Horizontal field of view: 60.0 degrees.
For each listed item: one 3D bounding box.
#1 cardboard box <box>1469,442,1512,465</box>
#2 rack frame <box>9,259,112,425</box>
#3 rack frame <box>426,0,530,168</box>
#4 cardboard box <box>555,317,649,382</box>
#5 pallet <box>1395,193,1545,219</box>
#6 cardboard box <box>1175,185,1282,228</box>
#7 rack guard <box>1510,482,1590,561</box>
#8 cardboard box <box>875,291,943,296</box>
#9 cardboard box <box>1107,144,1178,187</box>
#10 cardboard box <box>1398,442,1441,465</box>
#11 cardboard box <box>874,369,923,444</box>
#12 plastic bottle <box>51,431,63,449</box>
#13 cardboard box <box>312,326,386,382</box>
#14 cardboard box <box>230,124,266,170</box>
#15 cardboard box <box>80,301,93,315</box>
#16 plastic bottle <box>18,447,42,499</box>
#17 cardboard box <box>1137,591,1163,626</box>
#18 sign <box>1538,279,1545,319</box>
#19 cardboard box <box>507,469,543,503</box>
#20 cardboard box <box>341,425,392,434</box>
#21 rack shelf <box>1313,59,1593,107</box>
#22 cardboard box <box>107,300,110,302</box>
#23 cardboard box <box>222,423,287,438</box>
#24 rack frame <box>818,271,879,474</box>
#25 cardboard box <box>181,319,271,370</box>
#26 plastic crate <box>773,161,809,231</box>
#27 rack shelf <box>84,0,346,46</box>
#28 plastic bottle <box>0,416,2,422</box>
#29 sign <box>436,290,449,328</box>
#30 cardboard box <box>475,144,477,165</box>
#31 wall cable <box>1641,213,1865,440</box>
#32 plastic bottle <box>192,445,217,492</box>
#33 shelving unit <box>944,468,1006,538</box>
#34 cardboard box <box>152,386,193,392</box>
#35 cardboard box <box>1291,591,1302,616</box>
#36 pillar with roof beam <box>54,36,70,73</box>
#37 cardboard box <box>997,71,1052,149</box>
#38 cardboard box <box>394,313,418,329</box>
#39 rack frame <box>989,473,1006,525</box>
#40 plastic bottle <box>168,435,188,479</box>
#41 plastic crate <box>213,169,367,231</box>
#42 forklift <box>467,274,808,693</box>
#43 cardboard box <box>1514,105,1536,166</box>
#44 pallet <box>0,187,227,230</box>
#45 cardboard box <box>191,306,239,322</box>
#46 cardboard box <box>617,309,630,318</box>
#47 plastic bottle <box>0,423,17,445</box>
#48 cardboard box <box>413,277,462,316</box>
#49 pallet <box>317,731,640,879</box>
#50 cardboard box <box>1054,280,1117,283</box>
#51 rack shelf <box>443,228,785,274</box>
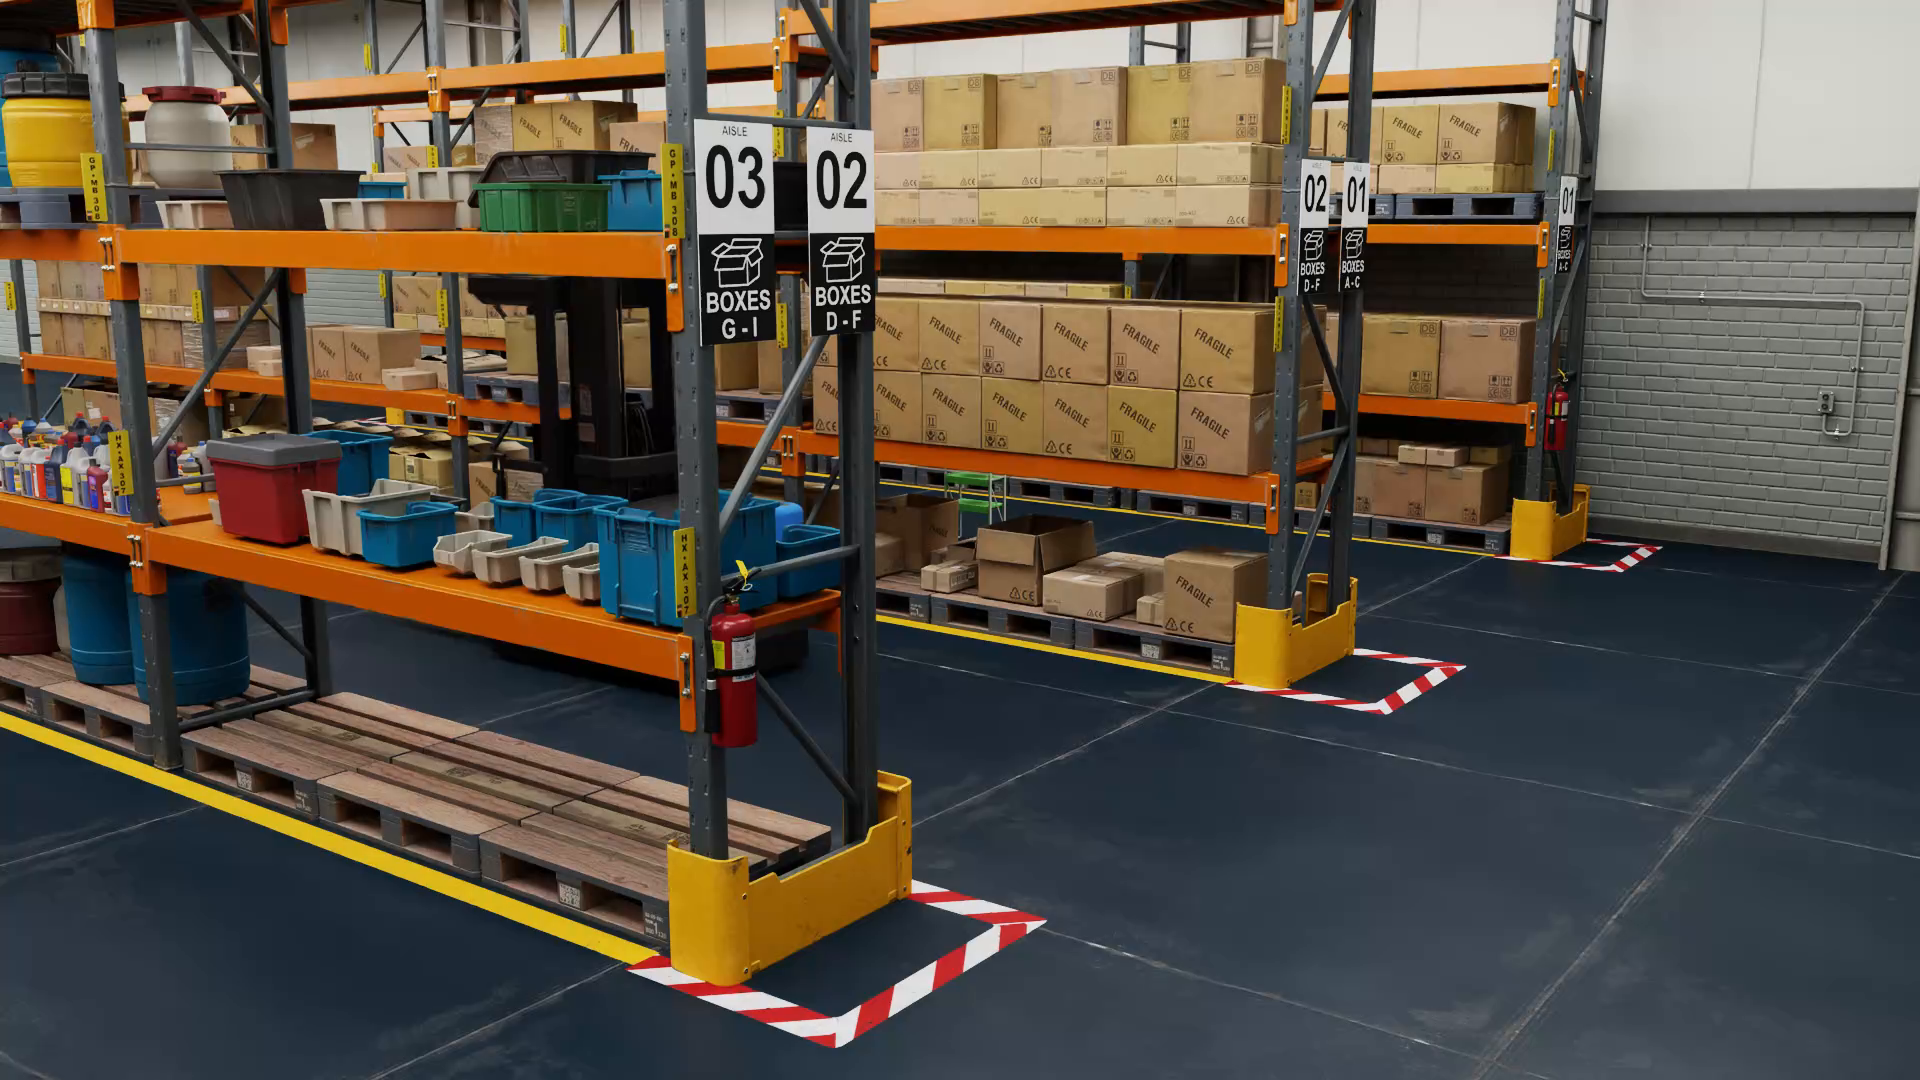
[{"bbox_3d":[4.767,-0.781,14.936,0.250,0.149,0.380,8,14,36],"label":"cardboard box"},{"bbox_3d":[-10.654,-2.443,19.763,0.127,3.000,1.000,8,13,36],"label":"rack frame"},{"bbox_3d":[-4.206,-4.489,14.544,0.127,3.000,1.000,8,13,36],"label":"rack frame"},{"bbox_3d":[-3.008,-1.614,14.105,0.700,0.500,0.500,-10,15,-42],"label":"cardboard box"},{"bbox_3d":[4.567,-2.914,14.533,1.213,0.211,1.003,8,13,36],"label":"pallet"},{"bbox_3d":[1.672,-2.061,10.284,0.500,0.250,0.500,8,13,36],"label":"cardboard box"},{"bbox_3d":[5.190,-0.173,14.610,0.348,0.500,1.175,8,13,36],"label":"rack guard"},{"bbox_3d":[-0.421,-1.617,12.596,0.500,0.500,0.500,8,14,36],"label":"cardboard box"},{"bbox_3d":[1.274,-2.364,10.534,0.500,0.250,0.500,8,13,36],"label":"cardboard box"},{"bbox_3d":[4.130,-0.779,14.929,0.250,0.149,0.380,8,14,37],"label":"cardboard box"},{"bbox_3d":[-0.318,-0.987,11.973,0.500,0.500,0.500,8,14,37],"label":"cardboard box"},{"bbox_3d":[-5.824,-0.601,10.762,0.097,0.201,0.097,0,11,0],"label":"plastic bottle"},{"bbox_3d":[-5.992,-1.838,16.372,0.500,0.500,0.500,8,14,36],"label":"cardboard box"},{"bbox_3d":[-6.956,-3.892,16.667,0.500,0.500,0.500,8,14,36],"label":"cardboard box"},{"bbox_3d":[-9.632,-2.618,18.695,0.250,0.149,0.380,7,13,34],"label":"cardboard box"},{"bbox_3d":[-5.235,-0.383,9.440,0.135,0.276,0.152,8,13,36],"label":"plastic bottle"},{"bbox_3d":[1.385,0.448,11.120,0.250,0.166,0.380,8,13,36],"label":"cardboard box"},{"bbox_3d":[4.839,-2.007,13.833,0.005,0.325,0.100,8,13,36],"label":"sign"},{"bbox_3d":[-3.583,-0.380,14.519,0.500,0.500,0.500,7,13,33],"label":"cardboard box"},{"bbox_3d":[-6.110,-1.010,17.008,0.500,0.311,0.500,8,13,35],"label":"cardboard box"},{"bbox_3d":[3.559,-4.024,15.086,4.000,0.370,1.077,8,13,36],"label":"rack shelf"},{"bbox_3d":[-9.005,-2.898,18.433,0.500,0.500,0.700,8,14,36],"label":"cardboard box"},{"bbox_3d":[-7.244,-1.041,17.169,0.500,0.311,0.500,8,14,36],"label":"cardboard box"},{"bbox_3d":[-1.277,-2.303,19.036,0.127,3.000,1.000,8,13,36],"label":"rack frame"},{"bbox_3d":[-7.791,-2.092,17.682,0.500,0.500,0.700,8,13,34],"label":"cardboard box"},{"bbox_3d":[-0.838,-1.381,6.719,0.590,0.269,0.497,8,13,36],"label":"plastic crate"},{"bbox_3d":[-2.305,-2.507,7.246,4.000,0.370,1.077,8,13,36],"label":"rack shelf"},{"bbox_3d":[-6.562,-0.749,11.310,0.133,0.283,0.061,8,13,36],"label":"plastic bottle"},{"bbox_3d":[-4.532,-2.027,14.563,0.005,0.325,0.100,8,13,36],"label":"sign"},{"bbox_3d":[-5.940,-4.907,21.651,0.500,0.500,0.500,7,13,34],"label":"cardboard box"},{"bbox_3d":[6.763,-1.903,14.295,1.851,1.984,0.084,8,13,36],"label":"wall cable"},{"bbox_3d":[-4.360,-0.427,9.666,0.135,0.276,0.152,8,13,36],"label":"plastic bottle"},{"bbox_3d":[0.133,-0.570,14.820,0.503,1.200,0.258,8,13,36],"label":"shelving unit"},{"bbox_3d":[-8.829,-1.487,18.975,0.500,0.500,0.500,8,13,36],"label":"cardboard box"},{"bbox_3d":[2.108,0.439,11.209,0.250,0.149,0.380,8,13,36],"label":"cardboard box"},{"bbox_3d":[-18.869,-6.891,26.960,0.548,9.000,9.100,8,13,36],"label":"pillar with roof beam"},{"bbox_3d":[0.651,-2.892,11.289,0.500,0.500,0.700,8,13,36],"label":"cardboard box"},{"bbox_3d":[-7.520,-3.035,23.162,0.500,0.250,0.500,7,13,34],"label":"cardboard box"},{"bbox_3d":[0.330,-0.543,14.678,0.015,1.200,0.240,8,13,36],"label":"rack frame"},{"bbox_3d":[-4.676,-0.486,9.949,0.133,0.283,0.061,8,13,36],"label":"plastic bottle"},{"bbox_3d":[-3.078,-1.563,7.660,0.590,0.269,0.497,8,13,36],"label":"plastic crate"},{"bbox_3d":[-2.474,-0.707,10.968,3.031,2.935,1.130,8,13,35],"label":"forklift"},{"bbox_3d":[4.726,-3.545,14.611,0.500,0.500,0.500,7,13,33],"label":"cardboard box"},{"bbox_3d":[-4.607,-1.790,8.983,1.003,0.211,1.213,8,13,36],"label":"pallet"},{"bbox_3d":[-7.776,-2.359,17.356,0.250,0.149,0.380,8,13,35],"label":"cardboard box"},{"bbox_3d":[-4.111,-2.955,20.986,0.500,0.500,0.700,8,14,36],"label":"cardboard box"},{"bbox_3d":[-5.758,-0.528,9.990,0.185,0.351,0.144,8,13,36],"label":"plastic bottle"},{"bbox_3d":[-7.126,-3.350,22.816,0.500,0.500,0.500,8,14,36],"label":"cardboard box"},{"bbox_3d":[-2.314,1.246,8.031,1.213,0.211,1.003,8,13,36],"label":"pallet"},{"bbox_3d":[1.305,-2.576,17.373,0.500,0.250,0.500,8,14,36],"label":"cardboard box"},{"bbox_3d":[-2.594,-2.439,13.735,4.000,0.370,1.077,8,13,36],"label":"rack shelf"}]
